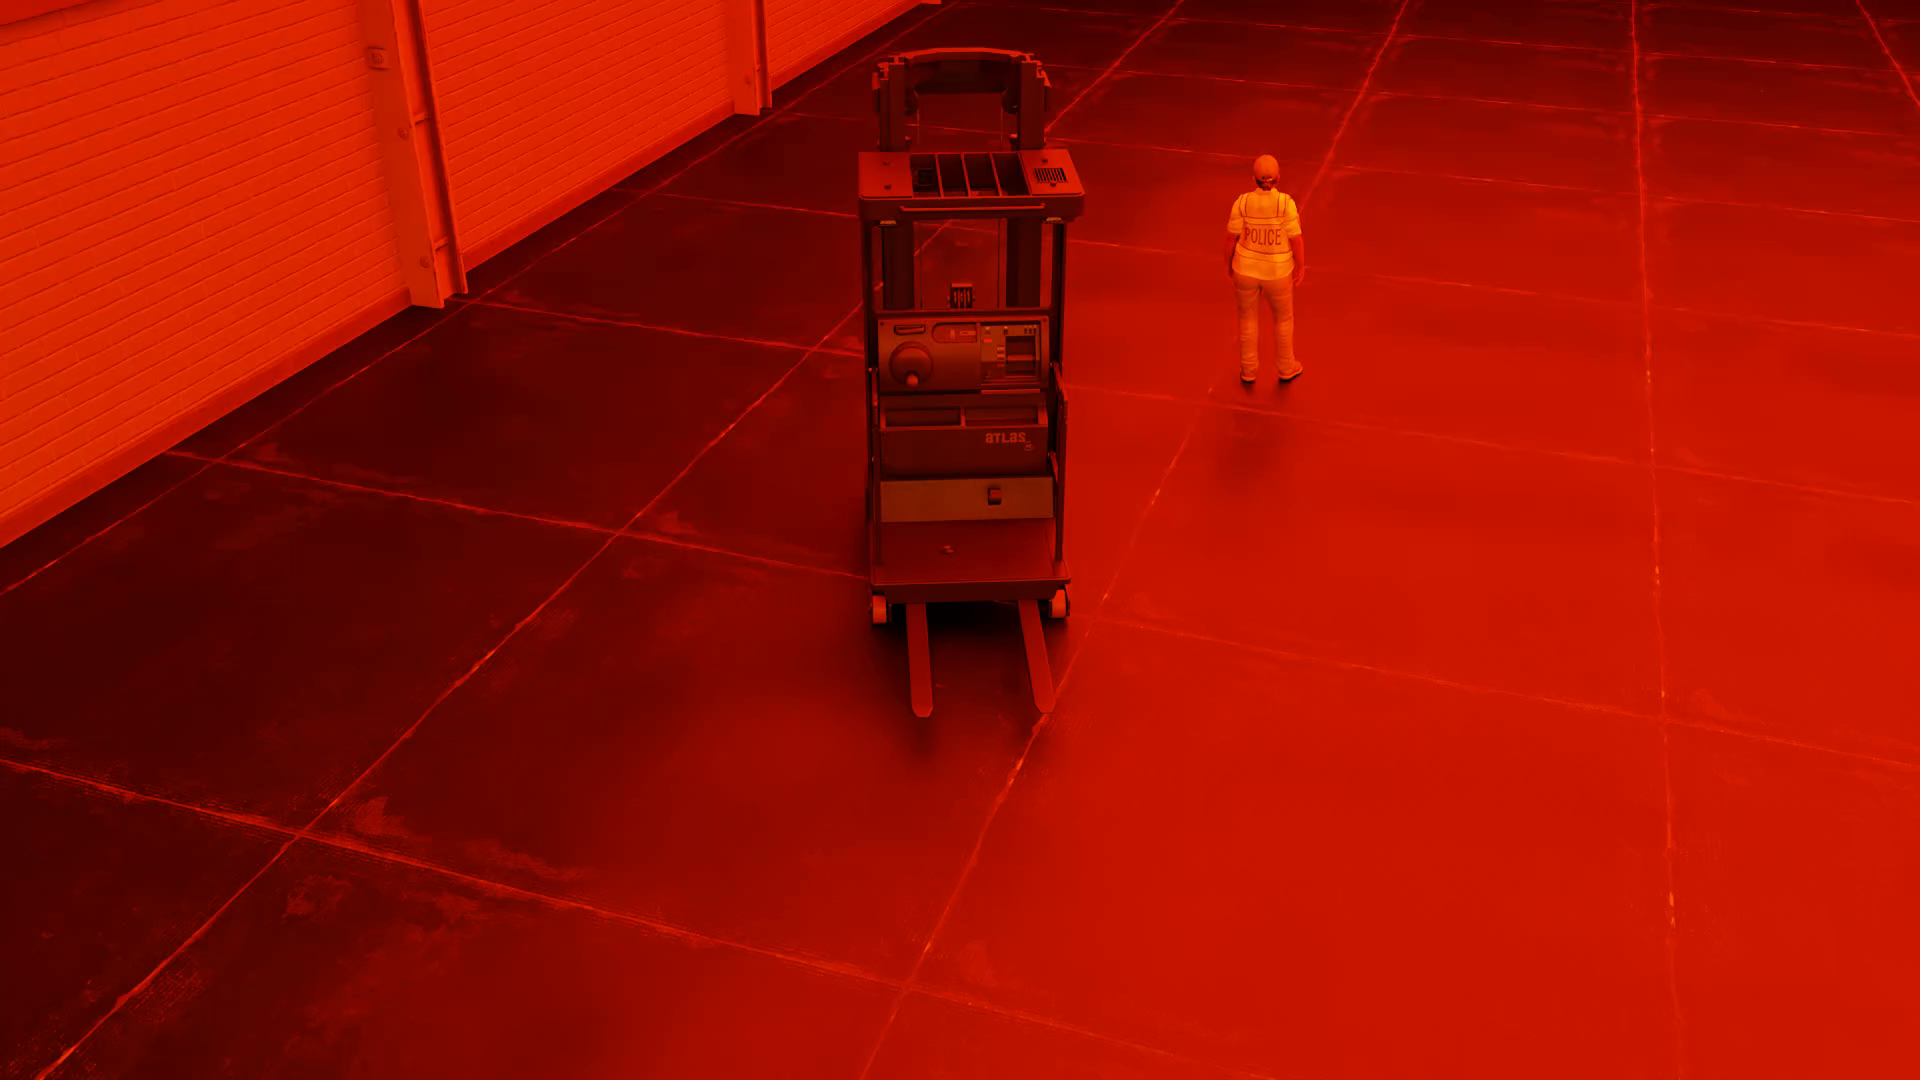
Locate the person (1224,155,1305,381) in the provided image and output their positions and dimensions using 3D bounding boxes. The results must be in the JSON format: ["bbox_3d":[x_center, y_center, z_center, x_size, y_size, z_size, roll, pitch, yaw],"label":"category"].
[{"bbox_3d":[2.177,-1.928,11.780,0.599,1.671,0.529,10,31,16],"label":"person"}]

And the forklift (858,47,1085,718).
[{"bbox_3d":[0.035,-0.972,8.842,1.130,2.935,3.031,-2,30,-3],"label":"forklift"}]
